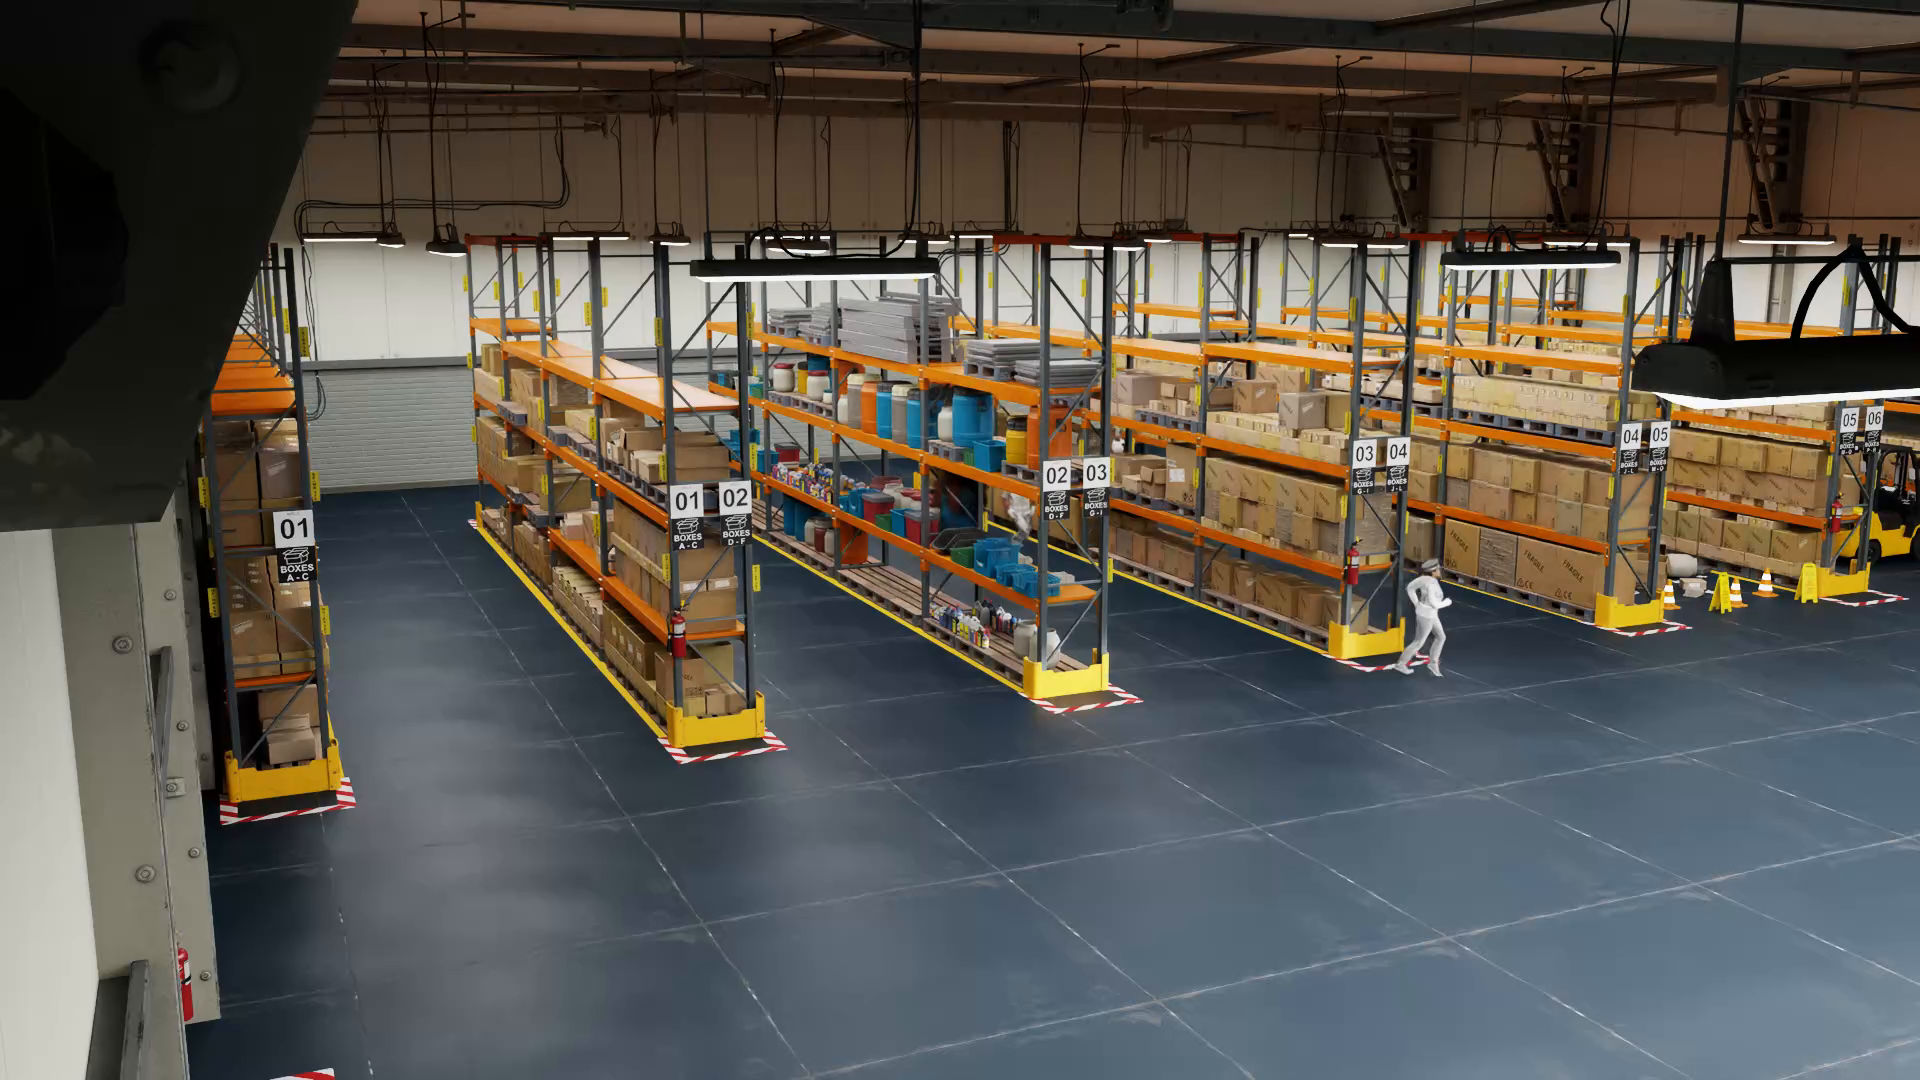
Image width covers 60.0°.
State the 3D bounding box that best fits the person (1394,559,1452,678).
[{"bbox_3d":[6.436,1.107,23.083,0.743,1.744,0.543,2,11,10],"label":"person"}]

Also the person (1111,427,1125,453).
[{"bbox_3d":[3.586,-1.721,37.632,0.599,1.666,0.543,-4,12,-19],"label":"person"}]

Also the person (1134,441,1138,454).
[{"bbox_3d":[4.335,-2.460,41.714,0.611,1.582,0.602,2,11,11],"label":"person"}]

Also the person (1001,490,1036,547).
[{"bbox_3d":[1.107,-0.554,31.018,0.685,1.597,0.783,-3,11,-17],"label":"person"}]
